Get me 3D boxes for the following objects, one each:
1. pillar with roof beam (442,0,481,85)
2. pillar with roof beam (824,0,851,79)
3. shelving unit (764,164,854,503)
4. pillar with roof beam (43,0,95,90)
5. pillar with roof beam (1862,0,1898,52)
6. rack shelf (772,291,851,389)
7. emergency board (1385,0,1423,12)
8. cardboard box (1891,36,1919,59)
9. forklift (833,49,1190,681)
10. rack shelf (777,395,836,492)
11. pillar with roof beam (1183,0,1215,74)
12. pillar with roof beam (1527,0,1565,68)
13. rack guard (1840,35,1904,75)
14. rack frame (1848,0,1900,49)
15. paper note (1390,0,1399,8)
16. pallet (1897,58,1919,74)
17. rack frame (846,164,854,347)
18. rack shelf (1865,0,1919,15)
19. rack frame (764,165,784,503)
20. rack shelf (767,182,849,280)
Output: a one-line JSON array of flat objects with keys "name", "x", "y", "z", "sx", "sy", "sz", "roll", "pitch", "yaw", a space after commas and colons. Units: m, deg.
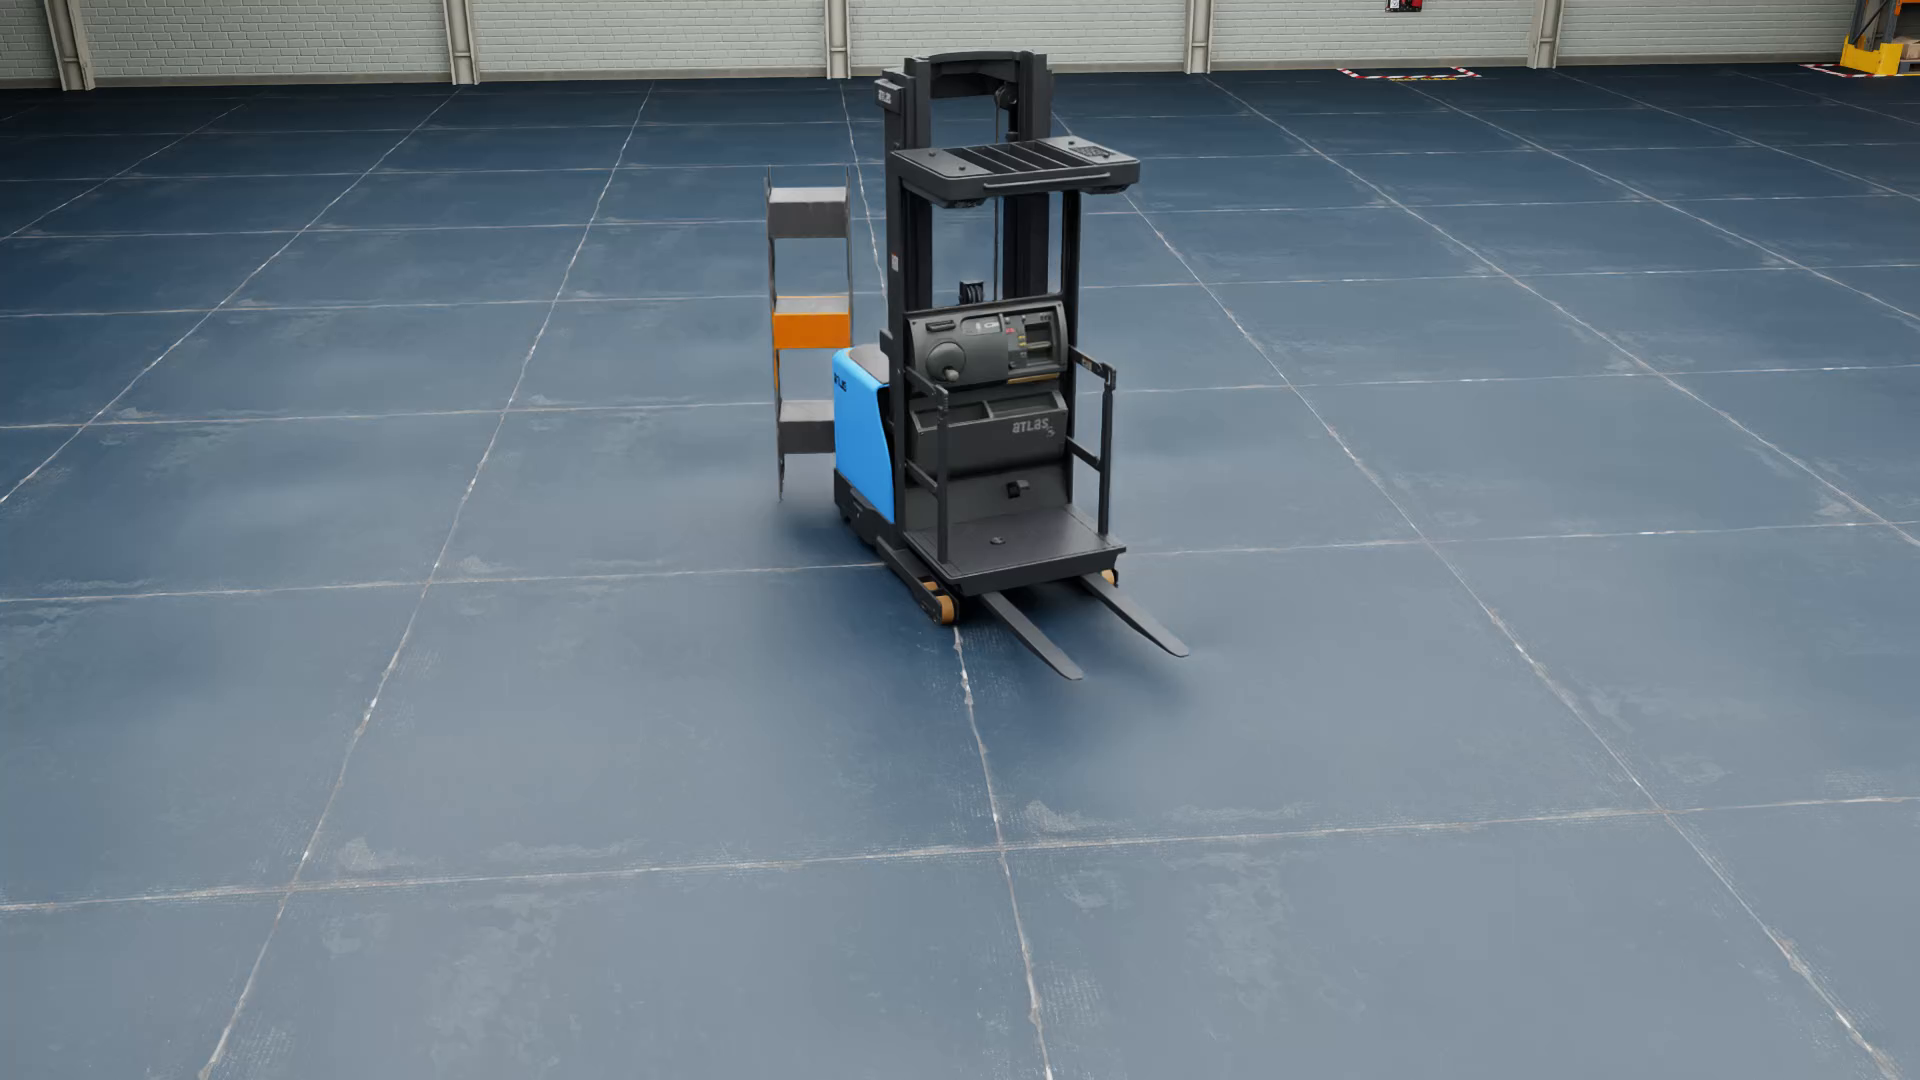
[{"name": "pillar with roof beam", "x": -7.545, "y": -9.755, "z": 21.118, "sx": 0.400, "sy": 9.000, "sz": 9.100, "roll": -2, "pitch": 24, "yaw": -5}, {"name": "pillar with roof beam", "x": -1.574, "y": -9.995, "z": 21.657, "sx": 0.400, "sy": 9.000, "sz": 9.100, "roll": -2, "pitch": 24, "yaw": -5}, {"name": "shelving unit", "x": -0.932, "y": -1.290, "z": 10.566, "sx": 0.503, "sy": 2.100, "sz": 0.431, "roll": -1, "pitch": 24, "yaw": -3}, {"name": "pillar with roof beam", "x": -13.516, "y": -9.516, "z": 20.579, "sx": 0.400, "sy": 9.000, "sz": 9.100, "roll": -2, "pitch": 24, "yaw": -5}, {"name": "pillar with roof beam", "x": 16.338, "y": -10.713, "z": 23.274, "sx": 0.400, "sy": 9.000, "sz": 9.100, "roll": -2, "pitch": 24, "yaw": -5}, {"name": "rack shelf", "x": -0.932, "y": -1.277, "z": 10.572, "sx": 0.480, "sy": 0.518, "sz": 0.431, "roll": -1, "pitch": 24, "yaw": -3}, {"name": "emergency board", "x": 7.481, "y": -9.389, "z": 27.681, "sx": 0.643, "sy": 1.169, "sz": 0.194, "roll": -2, "pitch": 24, "yaw": -5}, {"name": "cardboard box", "x": 16.001, "y": -8.298, "z": 27.995, "sx": 0.500, "sy": 0.311, "sz": 0.500, "roll": -5, "pitch": 24, "yaw": -11}, {"name": "forklift", "x": 0.251, "y": -1.067, "z": 9.042, "sx": 1.130, "sy": 2.935, "sz": 3.031, "roll": -10, "pitch": 26, "yaw": -21}, {"name": "rack shelf", "x": -0.932, "y": -0.637, "z": 10.856, "sx": 0.480, "sy": 0.518, "sz": 0.431, "roll": -1, "pitch": 24, "yaw": -3}, {"name": "pillar with roof beam", "x": 4.397, "y": -10.234, "z": 22.196, "sx": 0.400, "sy": 9.000, "sz": 9.100, "roll": -2, "pitch": 24, "yaw": -5}, {"name": "pillar with roof beam", "x": 10.368, "y": -10.474, "z": 22.735, "sx": 0.400, "sy": 9.000, "sz": 9.100, "roll": -2, "pitch": 24, "yaw": -5}, {"name": "rack guard", "x": 15.379, "y": -8.195, "z": 28.072, "sx": 0.348, "sy": 0.500, "sz": 1.175, "roll": -2, "pitch": 24, "yaw": -5}, {"name": "rack frame", "x": 15.304, "y": -9.334, "z": 27.557, "sx": 0.127, "sy": 3.000, "sz": 1.000, "roll": -2, "pitch": 24, "yaw": -5}, {"name": "paper note", "x": 7.298, "y": -9.007, "z": 27.907, "sx": 0.142, "sy": 0.148, "sz": 0.016, "roll": -2, "pitch": 24, "yaw": -5}, {"name": "pallet", "x": 16.191, "y": -8.081, "z": 28.171, "sx": 1.213, "sy": 0.211, "sz": 1.003, "roll": -2, "pitch": 24, "yaw": -5}, {"name": "rack frame", "x": -0.689, "y": -1.295, "z": 10.579, "sx": 0.015, "sy": 2.100, "sz": 0.400, "roll": -1, "pitch": 24, "yaw": -3}, {"name": "rack shelf", "x": 17.294, "y": -9.085, "z": 27.883, "sx": 4.000, "sy": 0.370, "sz": 1.077, "roll": -2, "pitch": 24, "yaw": -5}, {"name": "rack frame", "x": -1.176, "y": -1.284, "z": 10.554, "sx": 0.015, "sy": 2.100, "sz": 0.400, "roll": -1, "pitch": 24, "yaw": -3}, {"name": "rack shelf", "x": -0.932, "y": -1.917, "z": 10.287, "sx": 0.480, "sy": 0.518, "sz": 0.431, "roll": -1, "pitch": 24, "yaw": -3}]
